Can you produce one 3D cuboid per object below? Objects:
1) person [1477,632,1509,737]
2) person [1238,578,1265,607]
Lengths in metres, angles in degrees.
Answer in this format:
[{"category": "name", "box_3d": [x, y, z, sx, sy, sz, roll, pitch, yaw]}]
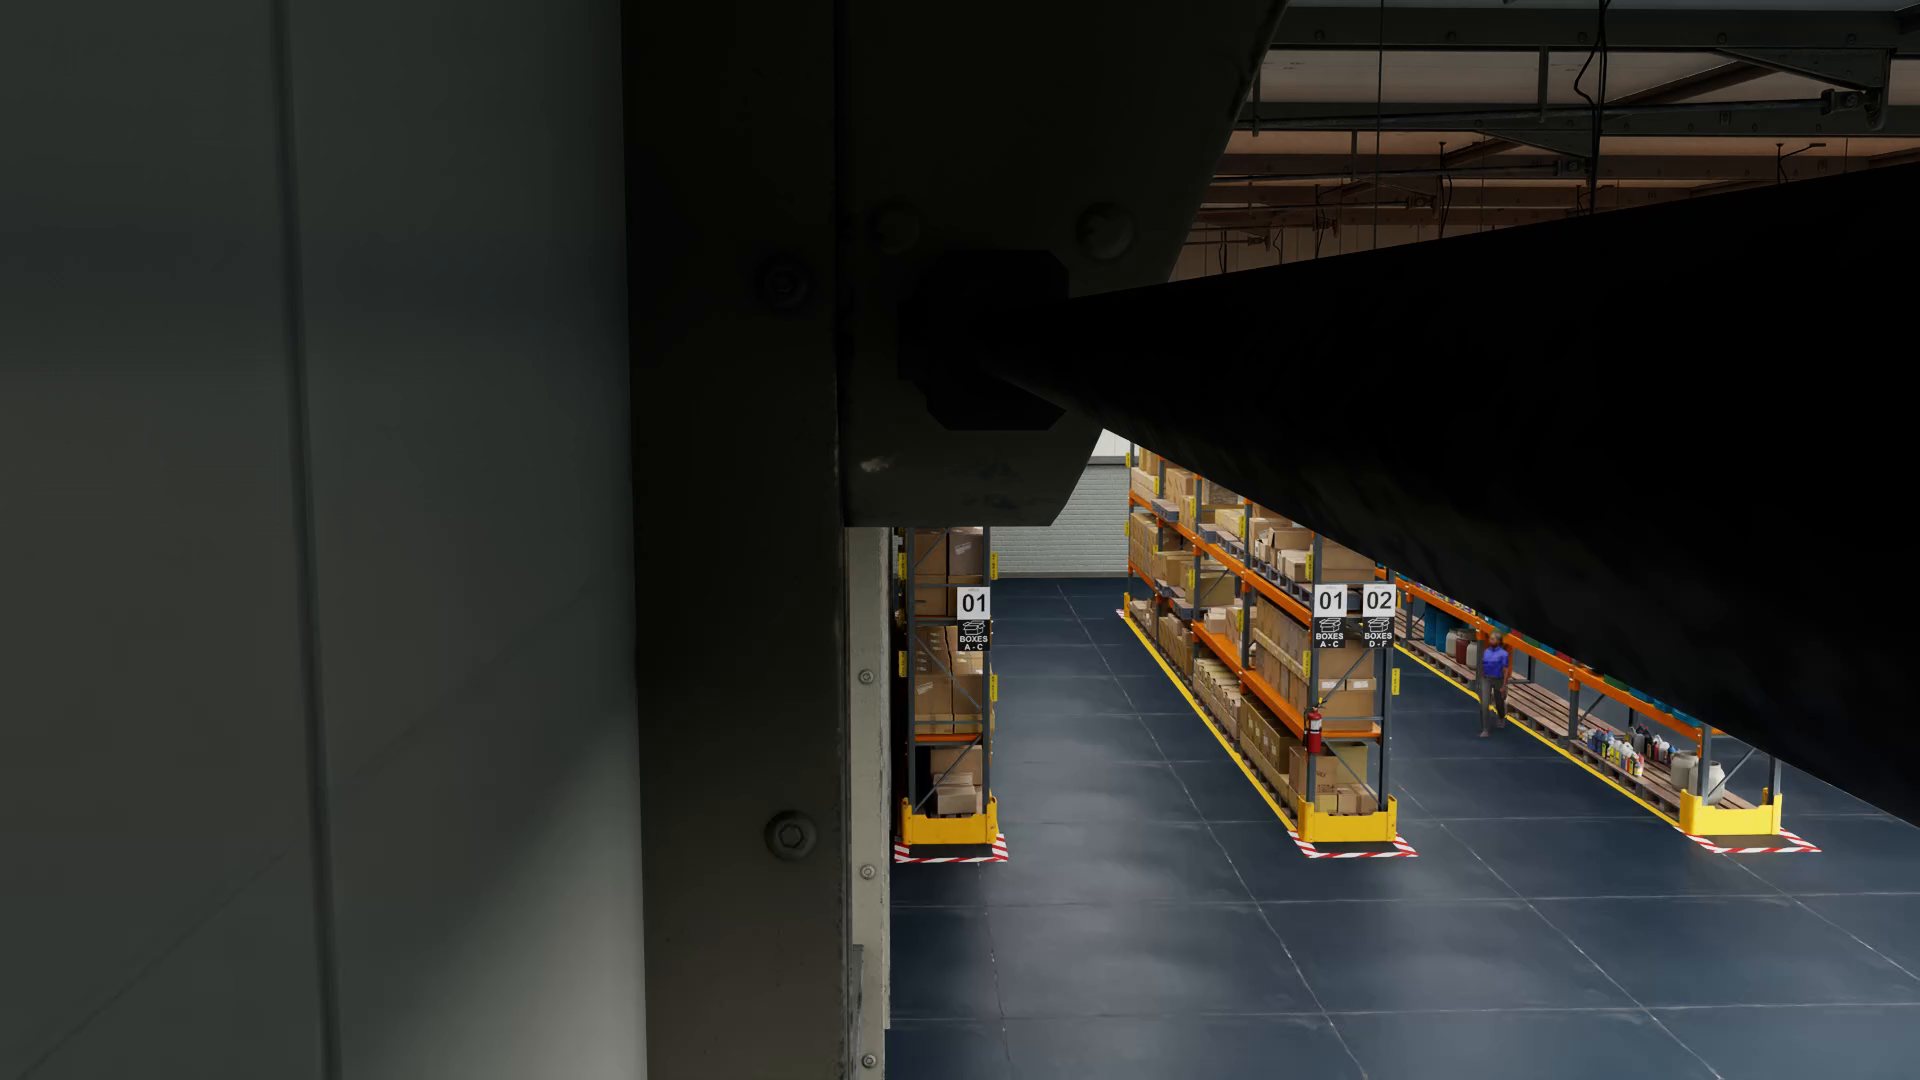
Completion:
[{"category": "person", "box_3d": [8.280, 2.219, 25.841, 0.457, 1.612, 0.845, 3, 8, 21]}, {"category": "person", "box_3d": [5.838, 1.226, 33.008, 0.641, 1.745, 1.018, 0, 7, 0]}]
